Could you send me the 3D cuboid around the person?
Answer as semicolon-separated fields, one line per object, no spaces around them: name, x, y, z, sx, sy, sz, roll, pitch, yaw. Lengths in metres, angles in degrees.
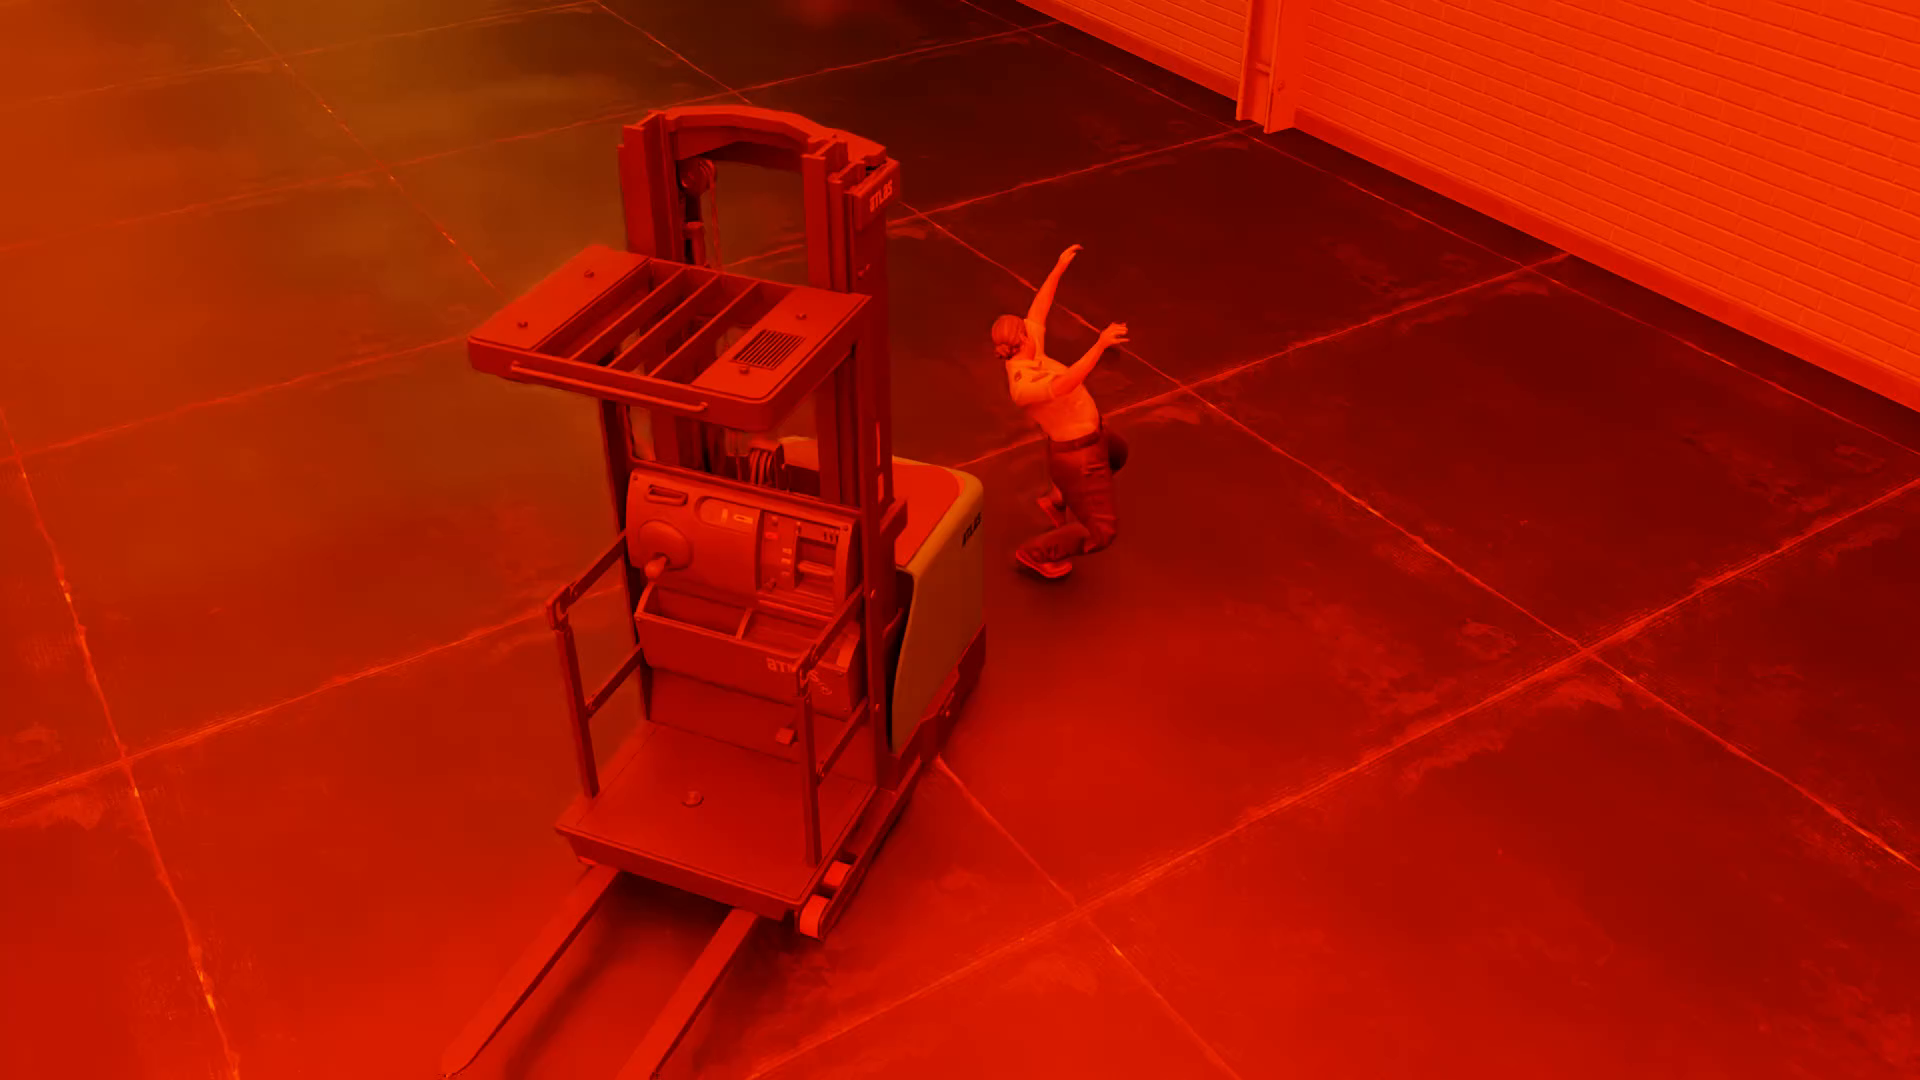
person;0.503;-0.568;8.188;0.710;1.545;0.897;1;35;2

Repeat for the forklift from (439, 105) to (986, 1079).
forklift;-0.909;0.074;6.042;1.130;2.935;3.031;13;37;18
